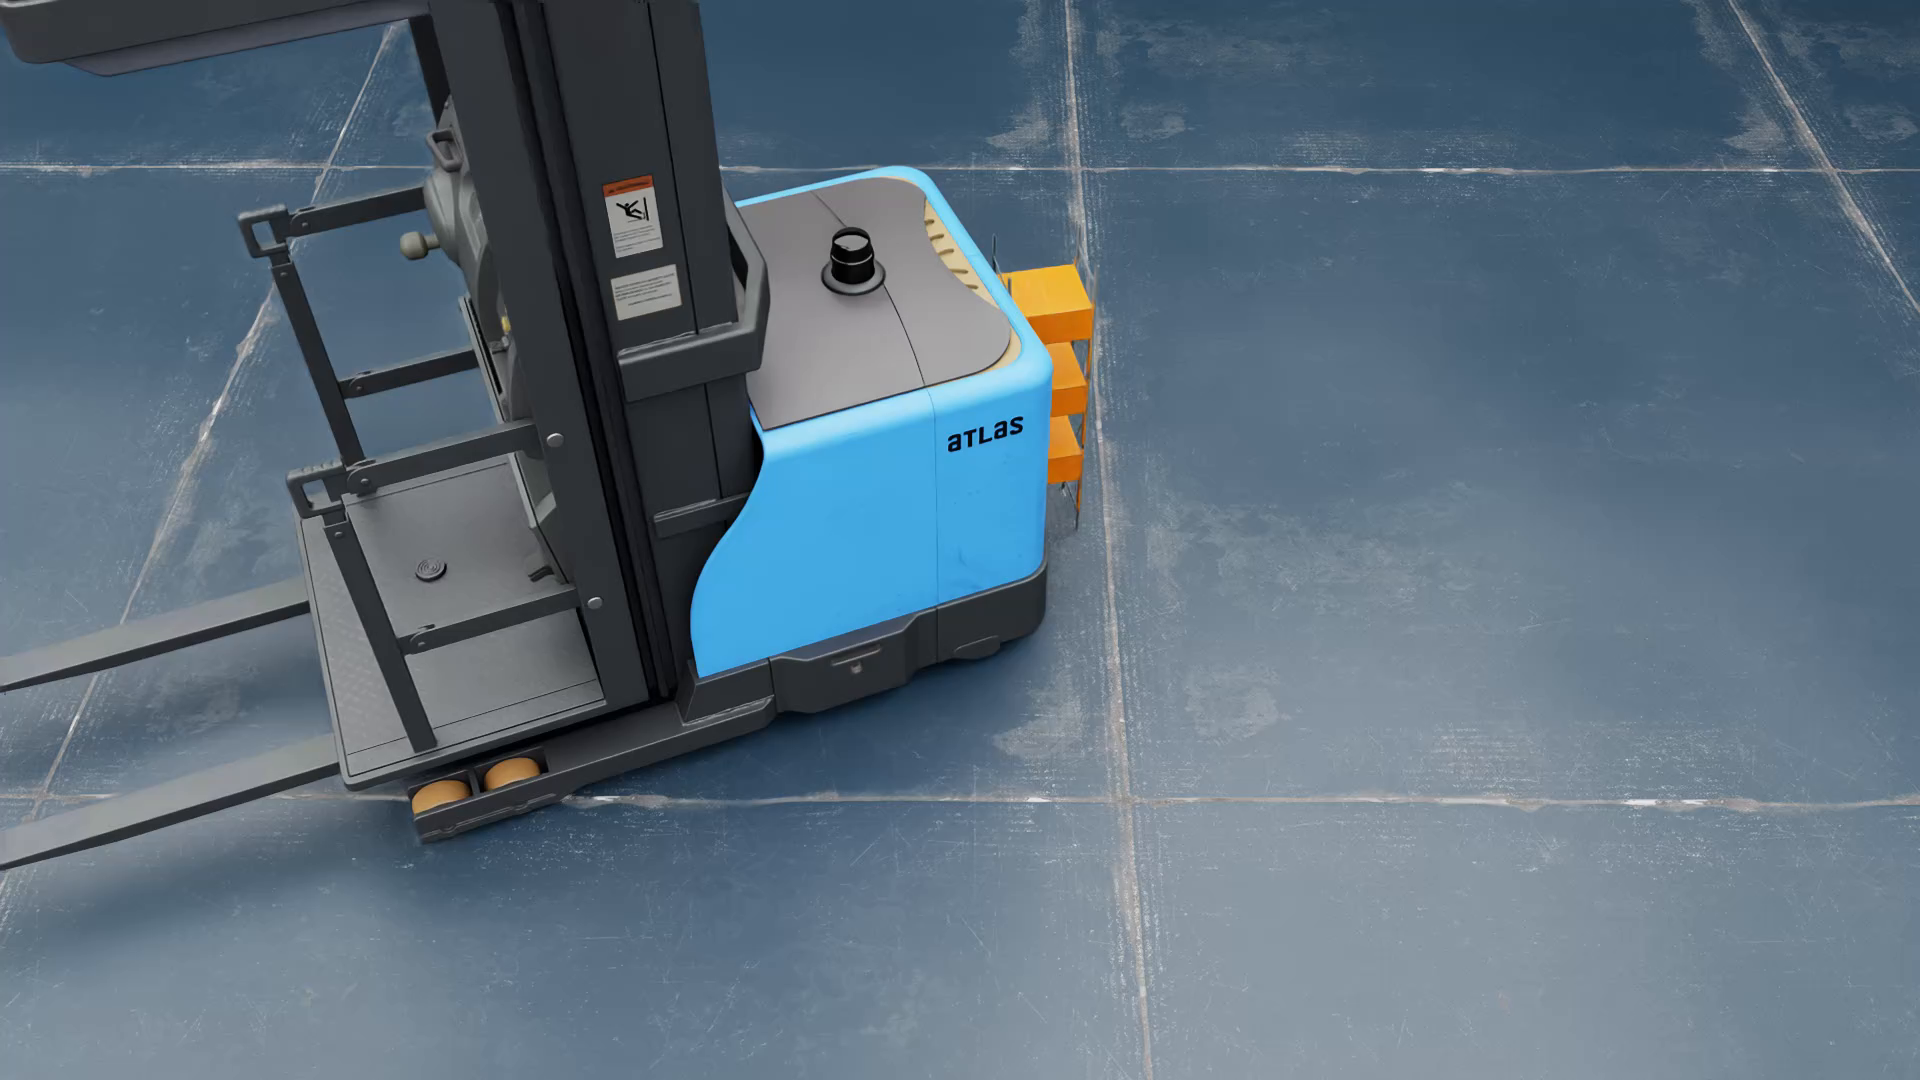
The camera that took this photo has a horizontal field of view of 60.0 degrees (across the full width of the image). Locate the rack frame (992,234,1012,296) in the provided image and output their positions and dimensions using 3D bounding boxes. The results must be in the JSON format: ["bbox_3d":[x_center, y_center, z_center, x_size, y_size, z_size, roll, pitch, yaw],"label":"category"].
[{"bbox_3d":[0.114,-0.417,4.920,0.008,1.050,0.200,-9,48,-8],"label":"rack frame"}]

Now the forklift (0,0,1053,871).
[{"bbox_3d":[-1.315,-0.635,3.838,3.031,2.935,1.130,-17,49,-15],"label":"forklift"}]

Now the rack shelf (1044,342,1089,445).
[{"bbox_3d":[0.234,-0.428,4.946,0.240,0.259,0.215,-9,48,-8],"label":"rack shelf"}]

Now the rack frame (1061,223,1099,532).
[{"bbox_3d":[0.353,-0.454,4.956,0.008,1.050,0.200,-9,48,-8],"label":"rack frame"}]

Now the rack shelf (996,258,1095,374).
[{"bbox_3d":[0.234,-0.622,4.738,0.240,0.259,0.215,-9,48,-8],"label":"rack shelf"}]

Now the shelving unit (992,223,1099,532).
[{"bbox_3d":[0.234,-0.435,4.938,0.252,1.050,0.215,-9,48,-8],"label":"shelving unit"}]

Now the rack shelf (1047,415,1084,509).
[{"bbox_3d":[0.234,-0.239,5.149,0.240,0.259,0.215,-9,48,-8],"label":"rack shelf"}]
